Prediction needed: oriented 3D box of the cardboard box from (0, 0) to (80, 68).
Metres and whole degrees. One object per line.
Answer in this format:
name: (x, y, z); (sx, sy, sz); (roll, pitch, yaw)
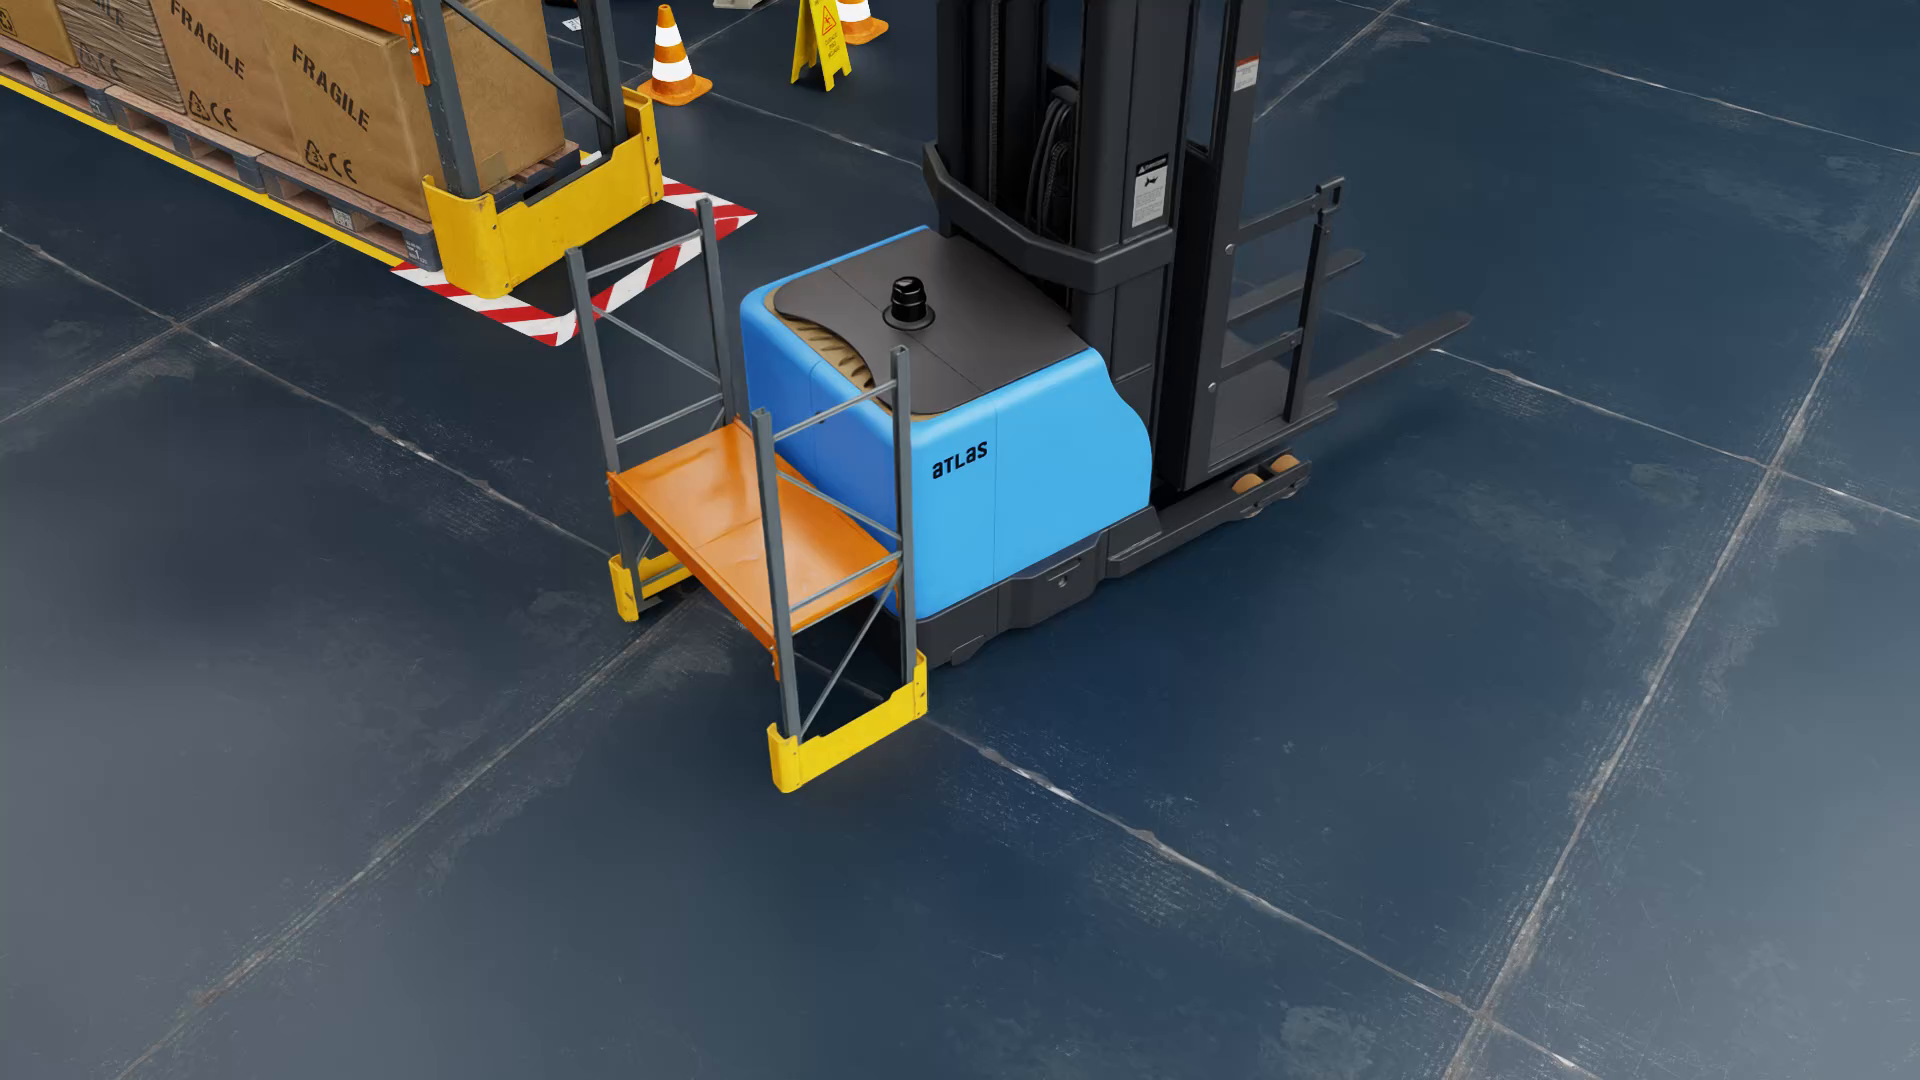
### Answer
cardboard box: (-4.717, -3.190, 8.844); (0.875, 0.875, 0.875); (26, 48, 26)

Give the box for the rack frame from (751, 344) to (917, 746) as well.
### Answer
rack frame: (-0.346, 0.128, 4.982); (0.500, 1.500, 0.032); (-28, 49, -28)

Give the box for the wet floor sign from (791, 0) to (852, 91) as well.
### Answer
wet floor sign: (-0.757, -2.765, 8.856); (0.232, 0.644, 0.267); (17, 45, 18)

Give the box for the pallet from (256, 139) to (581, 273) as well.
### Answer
pallet: (-2.617, -1.797, 8.100); (1.213, 0.211, 1.003); (25, 48, 25)

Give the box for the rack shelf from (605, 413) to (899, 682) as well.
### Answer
rack shelf: (-0.662, -0.004, 5.399); (0.538, 0.185, 1.000); (-28, 49, -28)

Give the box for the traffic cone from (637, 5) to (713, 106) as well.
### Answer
traffic cone: (-1.537, -2.606, 8.815); (0.334, 0.463, 0.336); (25, 48, 25)

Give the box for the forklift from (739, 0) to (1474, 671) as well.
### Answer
forklift: (0.733, -1.437, 5.658); (3.031, 2.935, 1.130); (-26, 48, -26)

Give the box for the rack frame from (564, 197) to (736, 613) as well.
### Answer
rack frame: (-0.978, -0.403, 5.576); (0.500, 1.500, 0.032); (-28, 49, -28)

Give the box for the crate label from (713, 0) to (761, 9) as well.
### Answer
crate label: (-1.289, -3.238, 9.766); (0.298, 0.136, 0.250); (3, 42, 4)

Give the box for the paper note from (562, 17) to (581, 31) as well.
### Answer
paper note: (-2.192, -2.977, 9.555); (0.144, 0.017, 0.142); (-25, 48, -25)

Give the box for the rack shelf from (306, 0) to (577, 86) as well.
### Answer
rack shelf: (-3.555, -3.070, 7.971); (4.000, 0.370, 1.077); (25, 48, 25)

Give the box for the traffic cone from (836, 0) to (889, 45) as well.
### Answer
traffic cone: (-0.609, -3.092, 9.359); (0.334, 0.463, 0.336); (25, 48, 25)

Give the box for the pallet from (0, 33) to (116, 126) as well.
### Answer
pallet: (-4.614, -2.731, 9.144); (1.213, 0.211, 1.003); (25, 48, 25)

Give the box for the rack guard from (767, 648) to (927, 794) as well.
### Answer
rack guard: (-0.358, 0.584, 5.410); (0.587, 0.250, 0.087); (-28, 49, -28)

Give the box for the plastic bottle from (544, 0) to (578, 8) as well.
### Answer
plastic bottle: (-2.350, -3.196, 9.776); (0.283, 0.061, 0.133); (10, 43, 11)

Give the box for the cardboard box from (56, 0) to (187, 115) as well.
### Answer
cardboard box: (-3.977, -2.847, 8.460); (0.875, 0.875, 0.875); (25, 48, 26)

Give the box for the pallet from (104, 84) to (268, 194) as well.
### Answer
pallet: (-3.611, -2.264, 8.622); (1.213, 0.211, 1.003); (25, 48, 25)

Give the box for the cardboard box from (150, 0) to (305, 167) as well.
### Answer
cardboard box: (-3.232, -2.497, 8.069); (0.875, 0.875, 0.875); (24, 47, 25)

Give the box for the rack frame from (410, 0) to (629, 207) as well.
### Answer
rack frame: (-1.917, -2.573, 6.875); (0.127, 3.000, 1.000); (25, 48, 25)

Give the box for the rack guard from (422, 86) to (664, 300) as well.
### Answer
rack guard: (-1.897, -1.632, 7.699); (0.348, 0.500, 1.175); (25, 48, 25)

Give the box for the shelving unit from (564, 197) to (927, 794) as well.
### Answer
shelving unit: (-0.667, -0.142, 5.284); (0.587, 1.500, 1.083); (-28, 49, -28)

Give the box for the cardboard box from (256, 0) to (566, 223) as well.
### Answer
cardboard box: (-2.510, -2.161, 7.694); (0.875, 0.875, 0.875); (25, 48, 26)

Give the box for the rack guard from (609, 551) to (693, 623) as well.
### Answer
rack guard: (-0.977, 0.063, 5.992); (0.587, 0.250, 0.087); (-28, 49, -28)
